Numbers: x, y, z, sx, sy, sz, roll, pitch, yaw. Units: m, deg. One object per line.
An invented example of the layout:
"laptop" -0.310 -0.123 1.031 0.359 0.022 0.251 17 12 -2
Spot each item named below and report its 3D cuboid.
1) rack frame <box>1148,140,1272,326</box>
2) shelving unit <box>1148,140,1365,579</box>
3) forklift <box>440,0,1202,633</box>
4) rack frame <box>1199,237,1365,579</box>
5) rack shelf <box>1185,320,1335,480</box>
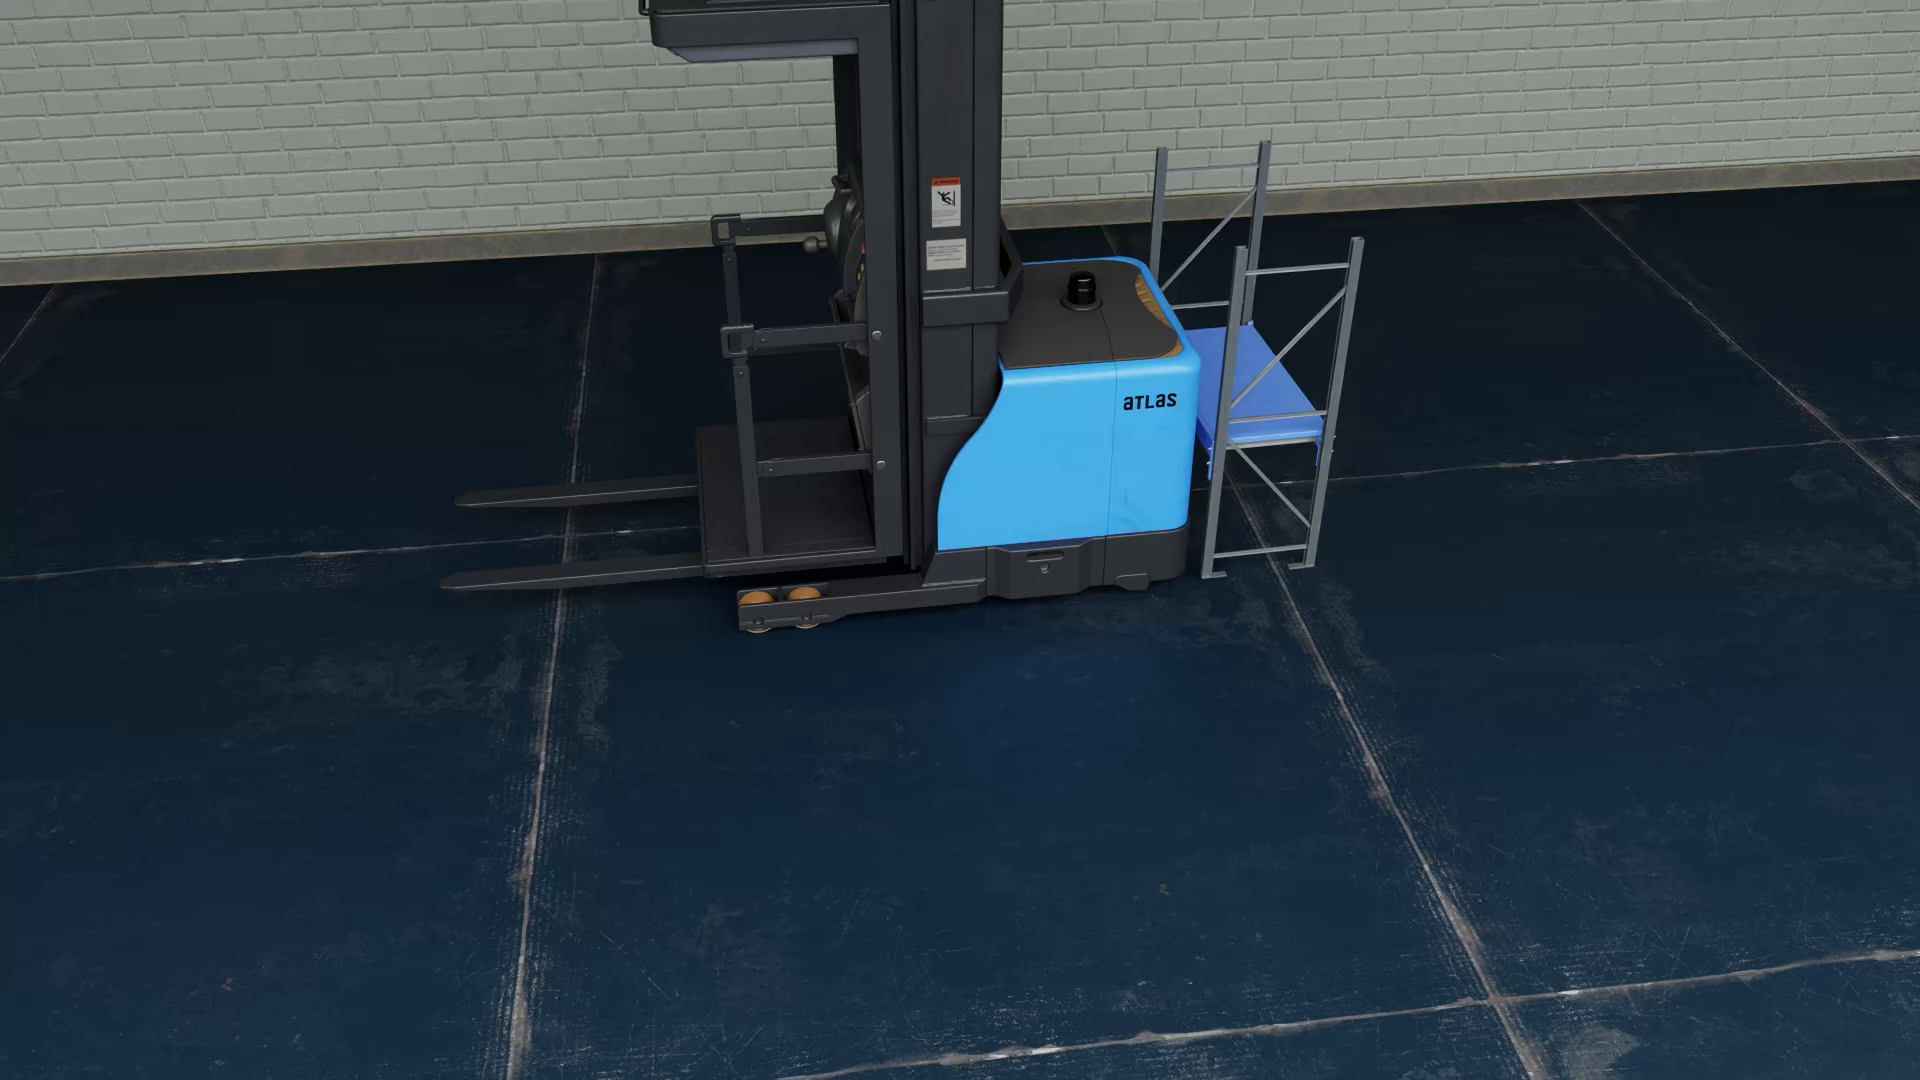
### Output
"rack frame" 1.072 -1.051 7.457 0.500 1.500 0.032 -6 35 -9
"shelving unit" 1.168 -0.770 7.044 0.538 1.500 1.048 -6 35 -9
"forklift" -0.615 -1.157 6.345 3.031 2.935 1.130 -5 35 -7
"rack frame" 1.265 -0.488 6.632 0.500 1.500 0.032 -6 35 -9
"rack shelf" 1.167 -0.621 7.145 0.538 0.185 1.000 -6 35 -9
